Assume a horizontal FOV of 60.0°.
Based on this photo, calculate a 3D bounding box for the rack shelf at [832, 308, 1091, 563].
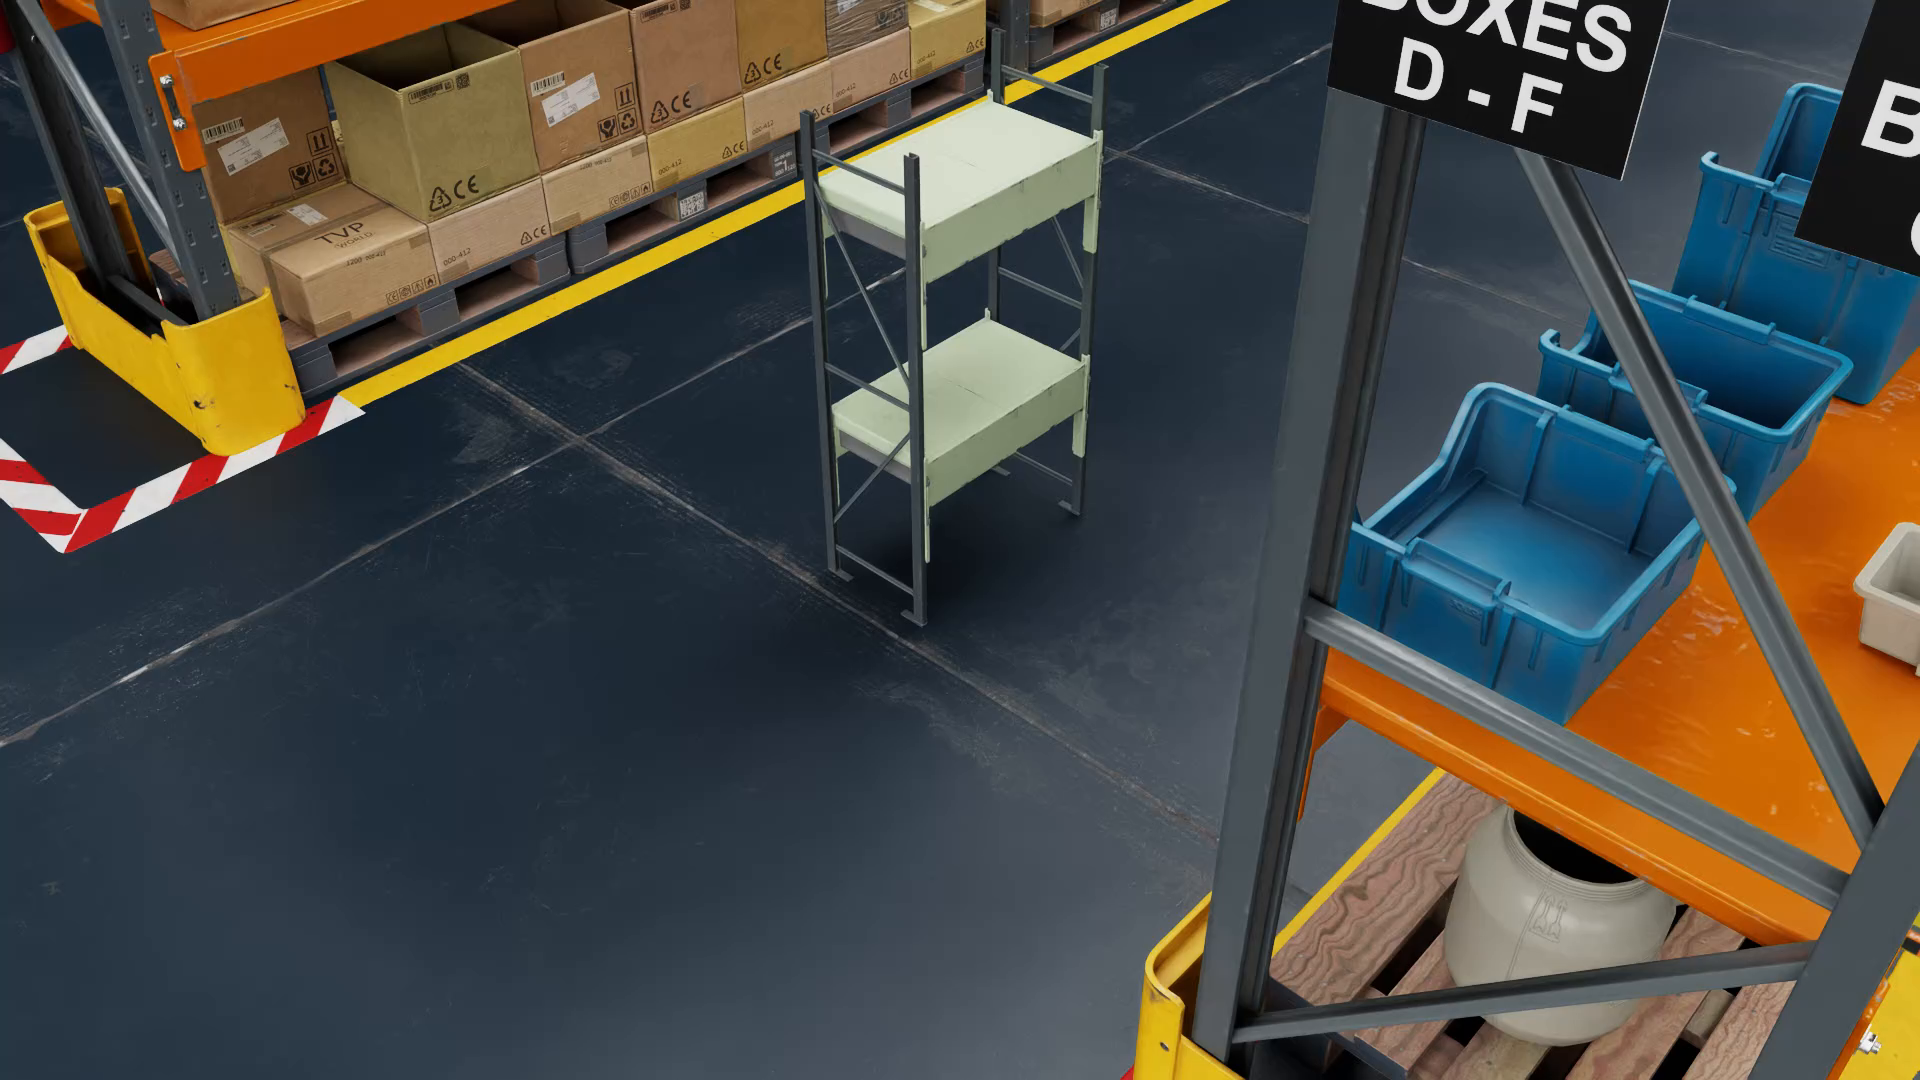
[{"bbox_3d":[-0.005,-0.329,4.982,0.431,0.370,0.720,30,47,32],"label":"rack shelf"}]

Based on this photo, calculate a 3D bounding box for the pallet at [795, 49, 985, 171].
[{"bbox_3d":[-0.644,-2.173,7.812,1.003,0.211,1.213,30,47,32],"label":"pallet"}]

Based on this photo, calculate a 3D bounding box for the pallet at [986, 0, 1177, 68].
[{"bbox_3d":[0.391,-2.875,8.696,1.003,0.211,1.213,30,47,32],"label":"pallet"}]

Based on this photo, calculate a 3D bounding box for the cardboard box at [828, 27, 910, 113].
[{"bbox_3d":[-0.573,-2.169,7.440,0.500,0.250,0.500,30,47,32],"label":"cardboard box"}]

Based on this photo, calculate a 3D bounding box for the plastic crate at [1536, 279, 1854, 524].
[{"bbox_3d":[1.437,-0.286,3.319,0.499,0.251,0.408,30,47,32],"label":"plastic crate"}]

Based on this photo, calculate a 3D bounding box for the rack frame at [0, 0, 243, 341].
[{"bbox_3d":[-2.775,-1.774,5.071,1.000,3.000,0.127,30,47,32],"label":"rack frame"}]

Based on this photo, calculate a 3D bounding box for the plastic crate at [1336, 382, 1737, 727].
[{"bbox_3d":[0.995,0.010,2.947,0.499,0.251,0.616,30,47,32],"label":"plastic crate"}]

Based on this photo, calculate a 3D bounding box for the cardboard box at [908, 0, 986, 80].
[{"bbox_3d":[-0.228,-2.395,7.724,0.500,0.250,0.500,30,47,32],"label":"cardboard box"}]

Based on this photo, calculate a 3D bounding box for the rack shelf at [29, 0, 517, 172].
[{"bbox_3d":[-1.426,-2.411,6.450,1.077,0.370,4.000,30,47,32],"label":"rack shelf"}]

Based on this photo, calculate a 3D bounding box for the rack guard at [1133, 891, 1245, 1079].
[{"bbox_3d":[0.895,1.231,3.300,1.175,0.500,0.348,30,47,32],"label":"rack guard"}]

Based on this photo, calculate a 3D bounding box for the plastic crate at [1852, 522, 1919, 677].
[{"bbox_3d":[1.720,0.135,2.882,0.298,0.136,0.250,30,47,32],"label":"plastic crate"}]

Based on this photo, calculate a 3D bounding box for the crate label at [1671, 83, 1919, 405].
[{"bbox_3d":[1.920,-0.665,3.648,0.502,0.435,0.616,30,47,32],"label":"crate label"}]

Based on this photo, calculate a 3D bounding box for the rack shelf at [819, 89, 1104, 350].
[{"bbox_3d":[-0.004,-0.889,4.536,0.431,0.370,0.720,30,47,32],"label":"rack shelf"}]

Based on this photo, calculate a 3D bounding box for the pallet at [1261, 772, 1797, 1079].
[{"bbox_3d":[1.447,0.973,3.856,1.003,0.211,1.213,30,47,32],"label":"pallet"}]

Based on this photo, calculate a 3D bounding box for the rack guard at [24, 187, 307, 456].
[{"bbox_3d":[-2.792,-0.785,5.835,1.175,0.500,0.348,30,47,32],"label":"rack guard"}]

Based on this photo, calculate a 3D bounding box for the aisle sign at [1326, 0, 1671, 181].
[{"bbox_3d":[0.611,-0.802,1.759,0.394,0.787,0.004,30,47,32],"label":"aisle sign"}]

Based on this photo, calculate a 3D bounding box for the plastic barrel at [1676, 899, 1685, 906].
[{"bbox_3d":[1.604,0.552,3.807,0.421,0.512,0.421,0,38,0],"label":"plastic barrel"}]

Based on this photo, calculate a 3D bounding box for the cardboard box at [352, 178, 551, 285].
[{"bbox_3d":[-1.915,-1.246,6.279,0.500,0.250,0.500,30,47,32],"label":"cardboard box"}]

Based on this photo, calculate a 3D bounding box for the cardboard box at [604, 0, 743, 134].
[{"bbox_3d":[-1.236,-1.997,6.620,0.500,0.500,0.500,30,47,32],"label":"cardboard box"}]

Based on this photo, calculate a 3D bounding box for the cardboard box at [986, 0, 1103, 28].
[{"bbox_3d":[0.378,-2.781,8.209,0.500,0.250,0.500,28,47,31],"label":"cardboard box"}]

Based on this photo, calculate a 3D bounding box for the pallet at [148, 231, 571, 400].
[{"bbox_3d":[-2.290,-1.052,6.403,1.003,0.211,1.213,30,47,32],"label":"pallet"}]

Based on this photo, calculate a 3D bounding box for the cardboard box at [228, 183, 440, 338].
[{"bbox_3d":[-2.249,-1.015,5.988,0.500,0.250,0.500,30,47,32],"label":"cardboard box"}]

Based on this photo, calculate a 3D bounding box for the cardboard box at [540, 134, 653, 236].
[{"bbox_3d":[-1.577,-1.476,6.568,0.500,0.250,0.500,30,47,32],"label":"cardboard box"}]

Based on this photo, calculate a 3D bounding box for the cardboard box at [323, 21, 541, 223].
[{"bbox_3d":[-1.914,-1.539,6.045,0.500,0.500,0.500,30,47,32],"label":"cardboard box"}]

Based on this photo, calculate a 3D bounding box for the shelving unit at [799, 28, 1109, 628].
[{"bbox_3d":[-0.004,-0.584,4.779,0.431,1.500,0.755,30,47,32],"label":"shelving unit"}]

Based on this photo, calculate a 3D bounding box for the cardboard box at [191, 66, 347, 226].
[{"bbox_3d":[-2.633,-1.527,6.030,0.500,0.500,0.500,30,47,32],"label":"cardboard box"}]

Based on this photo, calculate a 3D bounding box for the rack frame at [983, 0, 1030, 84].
[{"bbox_3d":[-0.077,-3.612,7.382,1.000,3.000,0.127,30,47,32],"label":"rack frame"}]

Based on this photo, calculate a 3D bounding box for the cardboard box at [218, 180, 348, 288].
[{"bbox_3d":[-2.632,-1.233,6.262,0.500,0.250,0.500,30,47,32],"label":"cardboard box"}]

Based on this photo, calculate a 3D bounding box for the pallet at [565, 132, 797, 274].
[{"bbox_3d":[-1.467,-1.609,7.104,1.003,0.211,1.213,30,47,32],"label":"pallet"}]

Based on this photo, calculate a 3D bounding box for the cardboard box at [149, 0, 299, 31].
[{"bbox_3d":[-2.451,-2.022,5.303,0.700,0.500,0.500,30,47,32],"label":"cardboard box"}]

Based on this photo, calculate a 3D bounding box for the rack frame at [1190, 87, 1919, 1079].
[{"bbox_3d":[0.881,0.309,2.451,0.949,2.616,0.053,30,47,32],"label":"rack frame"}]

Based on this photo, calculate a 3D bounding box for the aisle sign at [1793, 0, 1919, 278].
[{"bbox_3d":[1.046,-0.554,1.448,0.394,0.787,0.004,30,47,32],"label":"aisle sign"}]

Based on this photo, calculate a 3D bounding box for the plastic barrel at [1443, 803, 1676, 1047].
[{"bbox_3d":[1.266,0.782,3.517,0.421,0.512,0.421,0,38,0],"label":"plastic barrel"}]

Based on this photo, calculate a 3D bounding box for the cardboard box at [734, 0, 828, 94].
[{"bbox_3d":[-0.909,-2.232,6.917,0.500,0.500,0.500,30,47,32],"label":"cardboard box"}]

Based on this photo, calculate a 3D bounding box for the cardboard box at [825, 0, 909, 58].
[{"bbox_3d":[-0.574,-2.464,7.208,0.500,0.500,0.500,30,47,32],"label":"cardboard box"}]

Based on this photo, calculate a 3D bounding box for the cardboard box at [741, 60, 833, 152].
[{"bbox_3d":[-0.899,-1.934,7.143,0.500,0.250,0.500,30,47,32],"label":"cardboard box"}]

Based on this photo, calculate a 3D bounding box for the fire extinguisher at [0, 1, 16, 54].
[{"bbox_3d":[-3.198,-1.885,5.272,0.296,0.674,0.183,30,47,32],"label":"fire extinguisher"}]

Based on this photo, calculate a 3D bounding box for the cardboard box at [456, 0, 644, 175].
[{"bbox_3d":[-1.586,-1.774,6.341,0.500,0.500,0.500,30,47,32],"label":"cardboard box"}]

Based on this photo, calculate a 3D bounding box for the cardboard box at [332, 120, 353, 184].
[{"bbox_3d":[-2.303,-1.467,6.557,0.500,0.250,0.500,30,47,32],"label":"cardboard box"}]

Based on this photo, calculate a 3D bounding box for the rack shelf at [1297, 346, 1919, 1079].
[{"bbox_3d":[2.228,-0.330,3.833,1.077,0.370,4.000,30,47,32],"label":"rack shelf"}]

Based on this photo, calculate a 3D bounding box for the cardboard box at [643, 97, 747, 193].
[{"bbox_3d":[-1.236,-1.704,6.854,0.500,0.250,0.500,30,47,32],"label":"cardboard box"}]

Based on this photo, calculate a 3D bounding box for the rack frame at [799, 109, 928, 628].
[{"bbox_3d":[-0.251,-0.416,4.568,0.400,1.500,0.023,30,47,32],"label":"rack frame"}]

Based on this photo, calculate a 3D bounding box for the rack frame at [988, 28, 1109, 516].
[{"bbox_3d":[0.242,-0.752,4.991,0.400,1.500,0.023,30,47,32],"label":"rack frame"}]

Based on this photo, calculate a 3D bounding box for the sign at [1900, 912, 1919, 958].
[{"bbox_3d":[1.281,0.432,2.074,0.100,0.325,0.005,30,47,32],"label":"sign"}]
